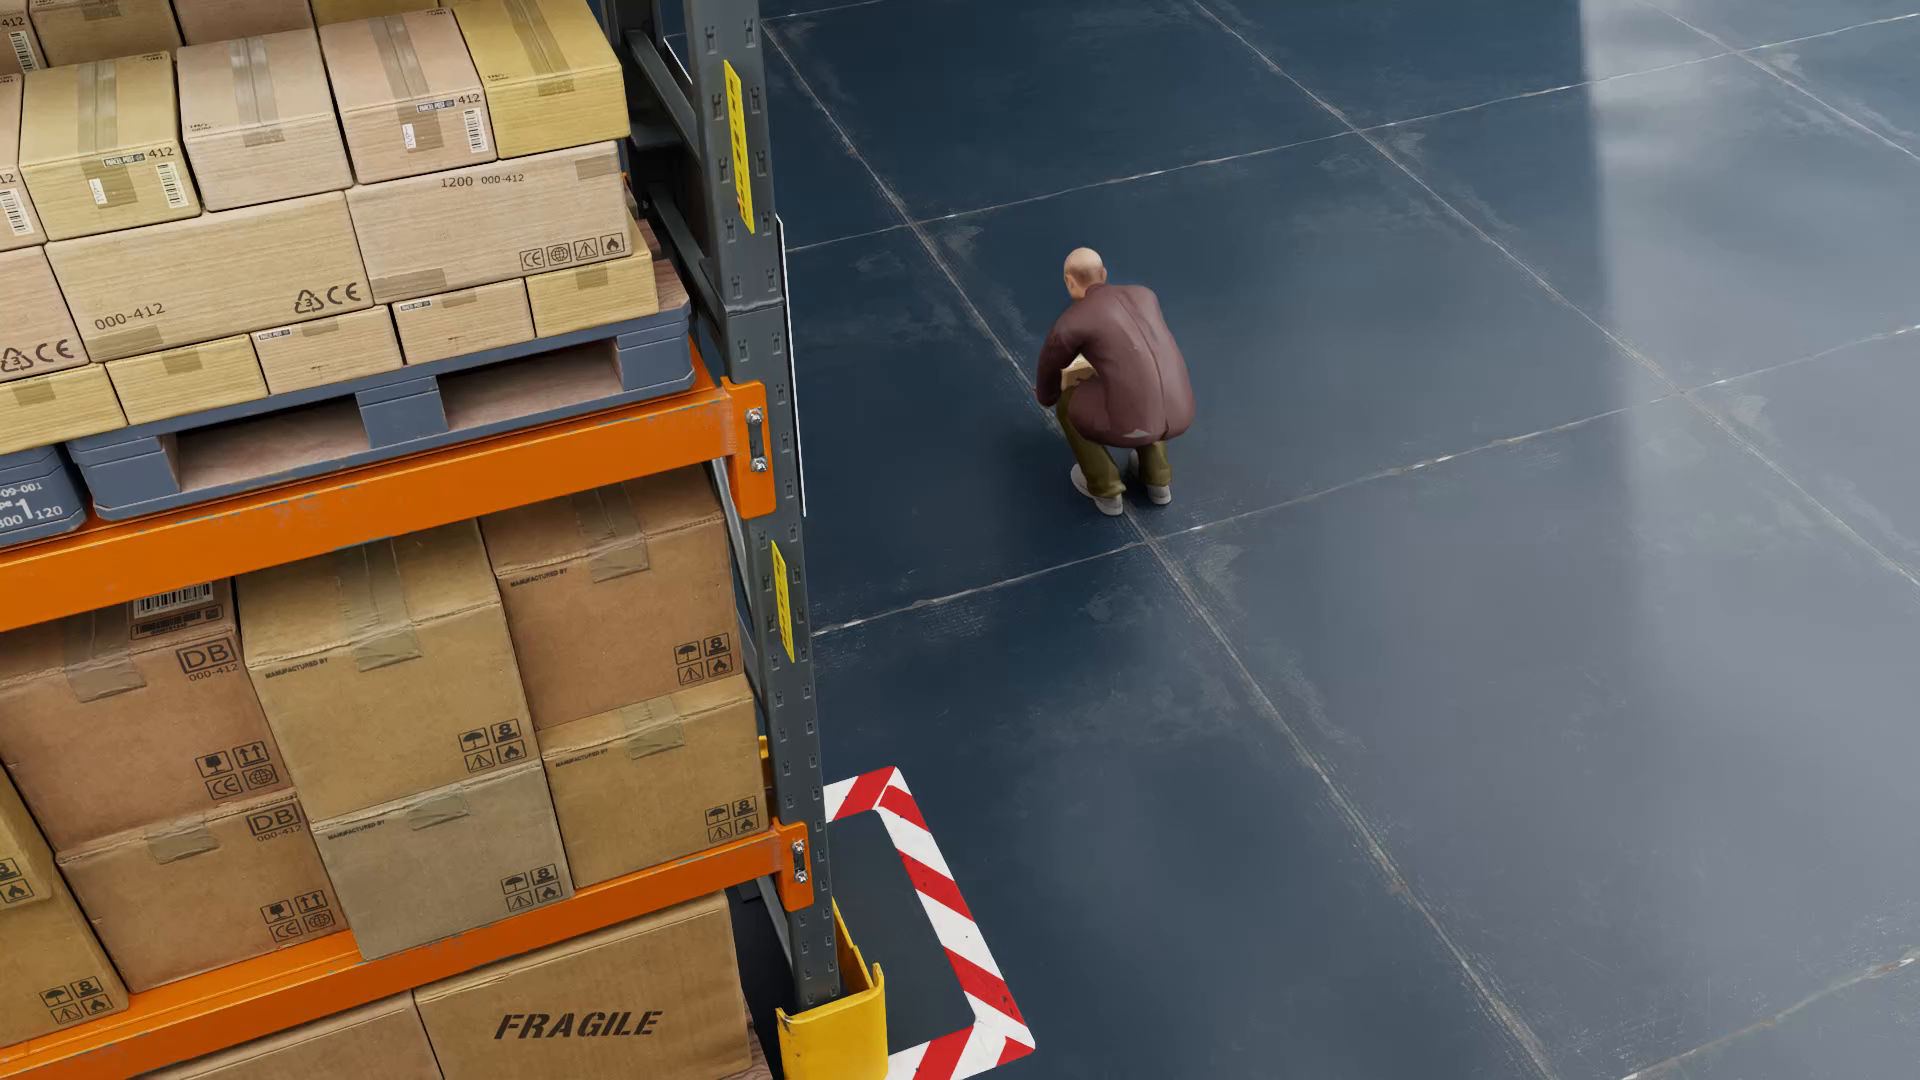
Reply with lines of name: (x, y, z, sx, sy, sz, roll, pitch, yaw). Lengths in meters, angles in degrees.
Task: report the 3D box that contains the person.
person: (0.715, -0.647, 7.511, 0.612, 0.987, 0.804, -15, 43, -17)
